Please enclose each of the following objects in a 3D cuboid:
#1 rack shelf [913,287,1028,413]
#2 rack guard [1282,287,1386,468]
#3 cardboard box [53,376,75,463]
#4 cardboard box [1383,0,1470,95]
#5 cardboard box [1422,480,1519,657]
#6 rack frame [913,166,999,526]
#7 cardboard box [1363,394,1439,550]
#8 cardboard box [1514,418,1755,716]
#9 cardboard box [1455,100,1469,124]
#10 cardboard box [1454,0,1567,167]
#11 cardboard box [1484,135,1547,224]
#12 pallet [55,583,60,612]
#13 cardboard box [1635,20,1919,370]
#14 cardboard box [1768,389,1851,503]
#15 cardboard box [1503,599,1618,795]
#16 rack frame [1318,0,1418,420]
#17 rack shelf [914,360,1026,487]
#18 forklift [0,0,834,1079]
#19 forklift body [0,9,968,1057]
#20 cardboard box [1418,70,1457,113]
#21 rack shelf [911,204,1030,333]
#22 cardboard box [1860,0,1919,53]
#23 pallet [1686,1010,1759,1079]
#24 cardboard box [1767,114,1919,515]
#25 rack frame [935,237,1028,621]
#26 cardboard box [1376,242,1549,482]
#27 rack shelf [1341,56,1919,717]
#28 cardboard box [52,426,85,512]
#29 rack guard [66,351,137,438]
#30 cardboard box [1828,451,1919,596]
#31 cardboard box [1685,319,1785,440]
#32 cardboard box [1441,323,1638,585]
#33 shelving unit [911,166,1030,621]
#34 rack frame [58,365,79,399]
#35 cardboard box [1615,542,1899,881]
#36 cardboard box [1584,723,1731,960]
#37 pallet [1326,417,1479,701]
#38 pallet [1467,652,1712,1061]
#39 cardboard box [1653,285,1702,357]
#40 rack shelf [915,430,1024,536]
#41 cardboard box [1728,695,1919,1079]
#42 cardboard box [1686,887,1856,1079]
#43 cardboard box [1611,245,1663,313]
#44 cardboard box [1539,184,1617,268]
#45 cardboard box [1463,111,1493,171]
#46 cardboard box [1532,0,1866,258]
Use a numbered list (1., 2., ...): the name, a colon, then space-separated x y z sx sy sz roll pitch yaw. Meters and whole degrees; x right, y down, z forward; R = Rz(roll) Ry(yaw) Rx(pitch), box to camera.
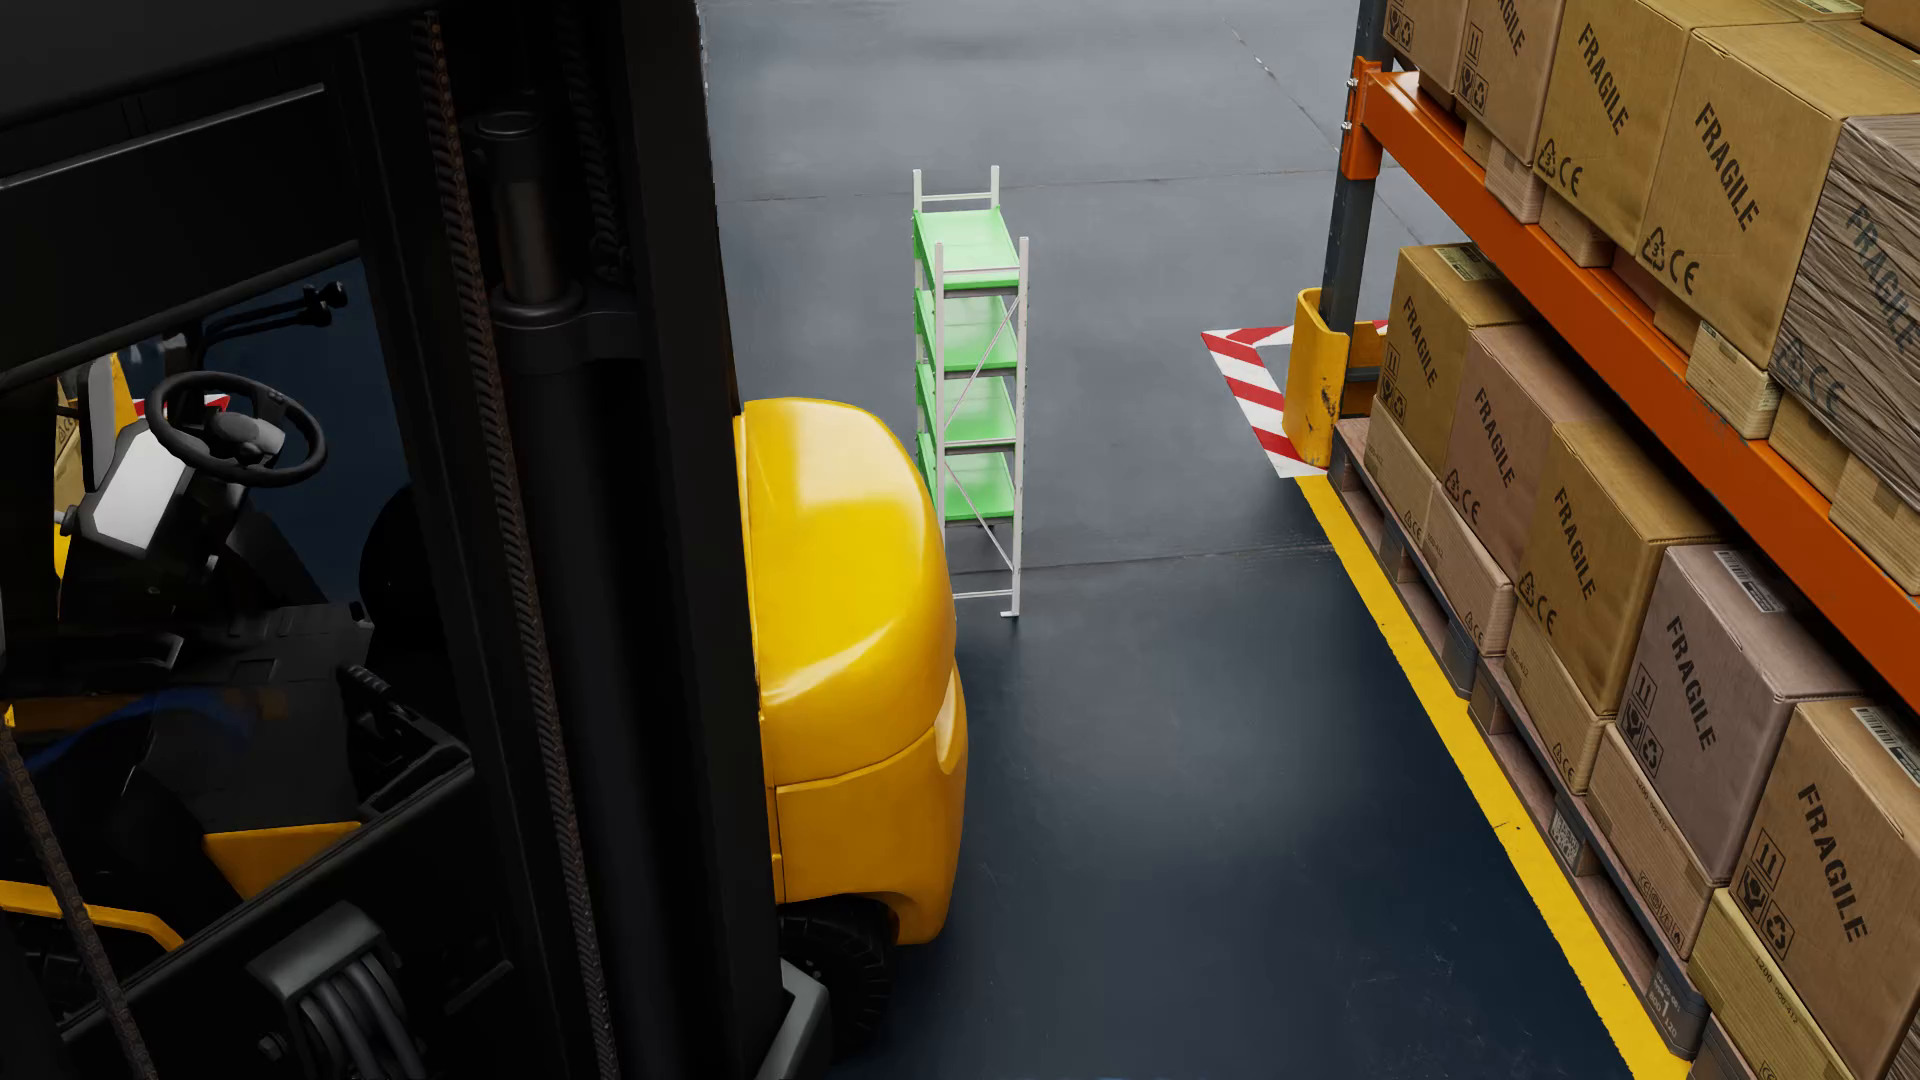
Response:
1. rack shelf: 0.022 -0.549 4.677 0.258 0.148 0.480 -4 35 -6
2. rack guard: 1.724 -0.586 5.666 1.175 0.500 0.348 -4 35 -6
3. cardboard box: -2.829 -0.279 4.621 0.500 0.250 0.500 -5 35 -7
4. cardboard box: 1.503 -1.540 4.494 0.500 0.500 0.500 -5 35 -7
5. cardboard box: 1.610 0.058 4.571 0.500 0.250 0.500 -3 34 -5
6. rack frame: -0.011 -0.540 4.976 0.240 1.200 0.015 -4 35 -6
7. cardboard box: 1.548 -0.228 4.989 0.500 0.250 0.500 -5 35 -7
8. cardboard box: 1.686 0.048 3.919 0.500 0.500 0.500 -4 34 -5
9. cardboard box: 1.603 -1.213 4.589 0.380 0.149 0.250 -4 34 -6
10. cardboard box: 1.576 -1.252 4.070 0.500 0.500 0.500 -3 34 -5
11. cardboard box: 1.547 -0.913 4.150 0.380 0.149 0.250 -4 34 -6
12. pallet: -3.060 0.292 4.634 1.003 0.211 1.213 -4 35 -6
13. cardboard box: 1.722 -0.684 3.238 0.500 0.500 0.500 -5 35 -7
14. cardboard box: 1.762 -0.194 3.094 0.380 0.149 0.250 -5 35 -7
15. cardboard box: 1.696 0.361 4.125 0.500 0.250 0.500 -2 34 -3
16. rack frame: 1.714 -1.662 5.025 1.000 3.000 0.127 -4 35 -6
17. rack shelf: 0.022 -0.351 4.813 0.258 0.148 0.480 -4 35 -6
18. forklift: -1.013 0.427 2.021 3.031 2.935 1.130 24 41 31
19. forklift body: -1.141 -0.013 3.359 2.313 2.155 1.214 -4 35 -6
20. cardboard box: 1.555 -1.353 4.794 0.380 0.149 0.250 -4 35 -6
21. rack shelf: 0.022 -0.747 4.542 0.258 0.148 0.480 -4 35 -6
22. cardboard box: 2.160 -1.122 2.992 0.700 0.500 0.500 -5 35 -7
23. pallet: 2.127 1.351 3.080 1.003 0.211 1.213 -4 35 -6
24. cardboard box: 1.795 -0.399 2.819 0.500 0.500 0.500 -3 34 -5
25. rack frame: 0.055 -0.267 4.577 0.240 1.200 0.015 -4 35 -6
26. cardboard box: 1.552 -0.524 4.759 0.500 0.500 0.500 -5 35 -8
27. rack shelf: 1.983 -0.248 3.589 1.077 0.370 4.000 -4 35 -6
28. cardboard box: -2.828 -0.083 4.776 0.500 0.250 0.500 -4 34 -6
29. rack guard: -3.207 -0.264 5.193 1.175 0.500 0.348 -4 35 -6
30. cardboard box: 1.767 -0.049 2.881 0.380 0.149 0.250 -5 35 -7
31. cardboard box: 1.692 -0.334 3.300 0.380 0.149 0.250 -4 34 -6
32. cardboard box: 1.627 -0.233 4.331 0.500 0.500 0.500 -6 35 -8
33. shelving unit: 0.022 -0.403 4.777 0.258 1.200 0.503 -4 35 -6
34. rack frame: -3.204 -1.284 4.470 1.000 3.000 0.127 -4 35 -6
35. cardboard box: 1.767 0.345 3.483 0.500 0.500 0.500 -3 34 -4
36. cardboard box: 1.761 0.643 3.711 0.500 0.250 0.500 -4 34 -6
37. pallet: 1.798 -0.011 5.078 1.003 0.211 1.213 -4 35 -6
38. pallet: 1.959 0.668 4.082 1.003 0.211 1.213 -4 35 -6
39. cardboard box: 1.716 -0.479 3.513 0.380 0.149 0.250 -5 35 -8
40. rack shelf: 0.022 -0.152 4.948 0.258 0.148 0.480 -4 35 -6
41. cardboard box: 1.836 0.630 3.065 0.500 0.500 0.500 -4 34 -6
42. cardboard box: 1.825 0.927 3.294 0.500 0.250 0.500 -5 35 -8
43. cardboard box: 1.710 -0.629 3.732 0.380 0.149 0.250 -3 34 -5
44. cardboard box: 1.615 -0.772 3.942 0.380 0.149 0.250 -3 34 -5
45. cardboard box: 1.558 -1.059 4.363 0.380 0.149 0.250 -5 35 -8
46. cardboard box: 1.646 -0.967 3.653 0.500 0.500 0.500 -5 35 -7
